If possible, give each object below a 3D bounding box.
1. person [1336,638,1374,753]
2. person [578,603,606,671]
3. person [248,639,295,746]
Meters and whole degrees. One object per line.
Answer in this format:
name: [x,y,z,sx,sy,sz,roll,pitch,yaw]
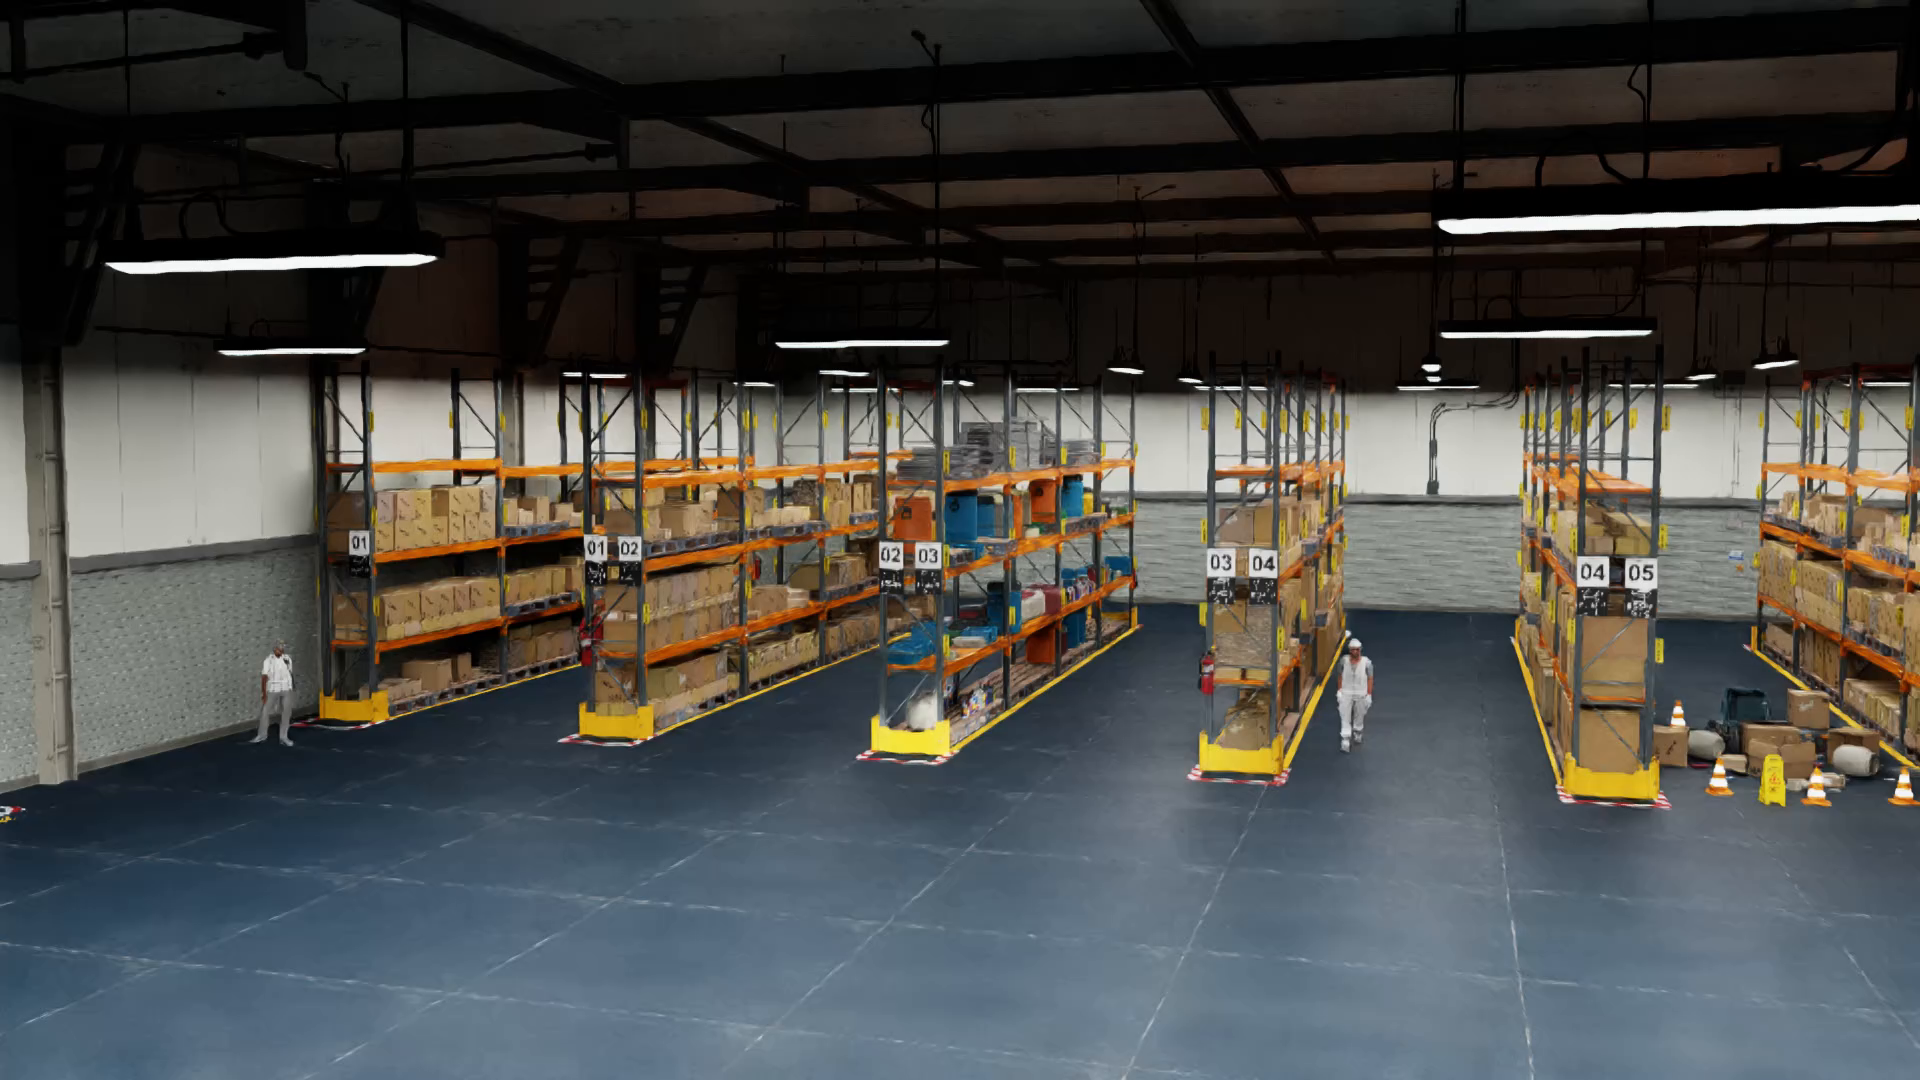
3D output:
person: [5.987,2.332,25.223,0.550,1.709,1.128,1,4,14]
person: [-6.709,1.981,30.467,0.536,1.658,1.036,1,4,8]
person: [-10.630,2.351,25.665,0.675,1.654,0.499,-2,5,-29]
